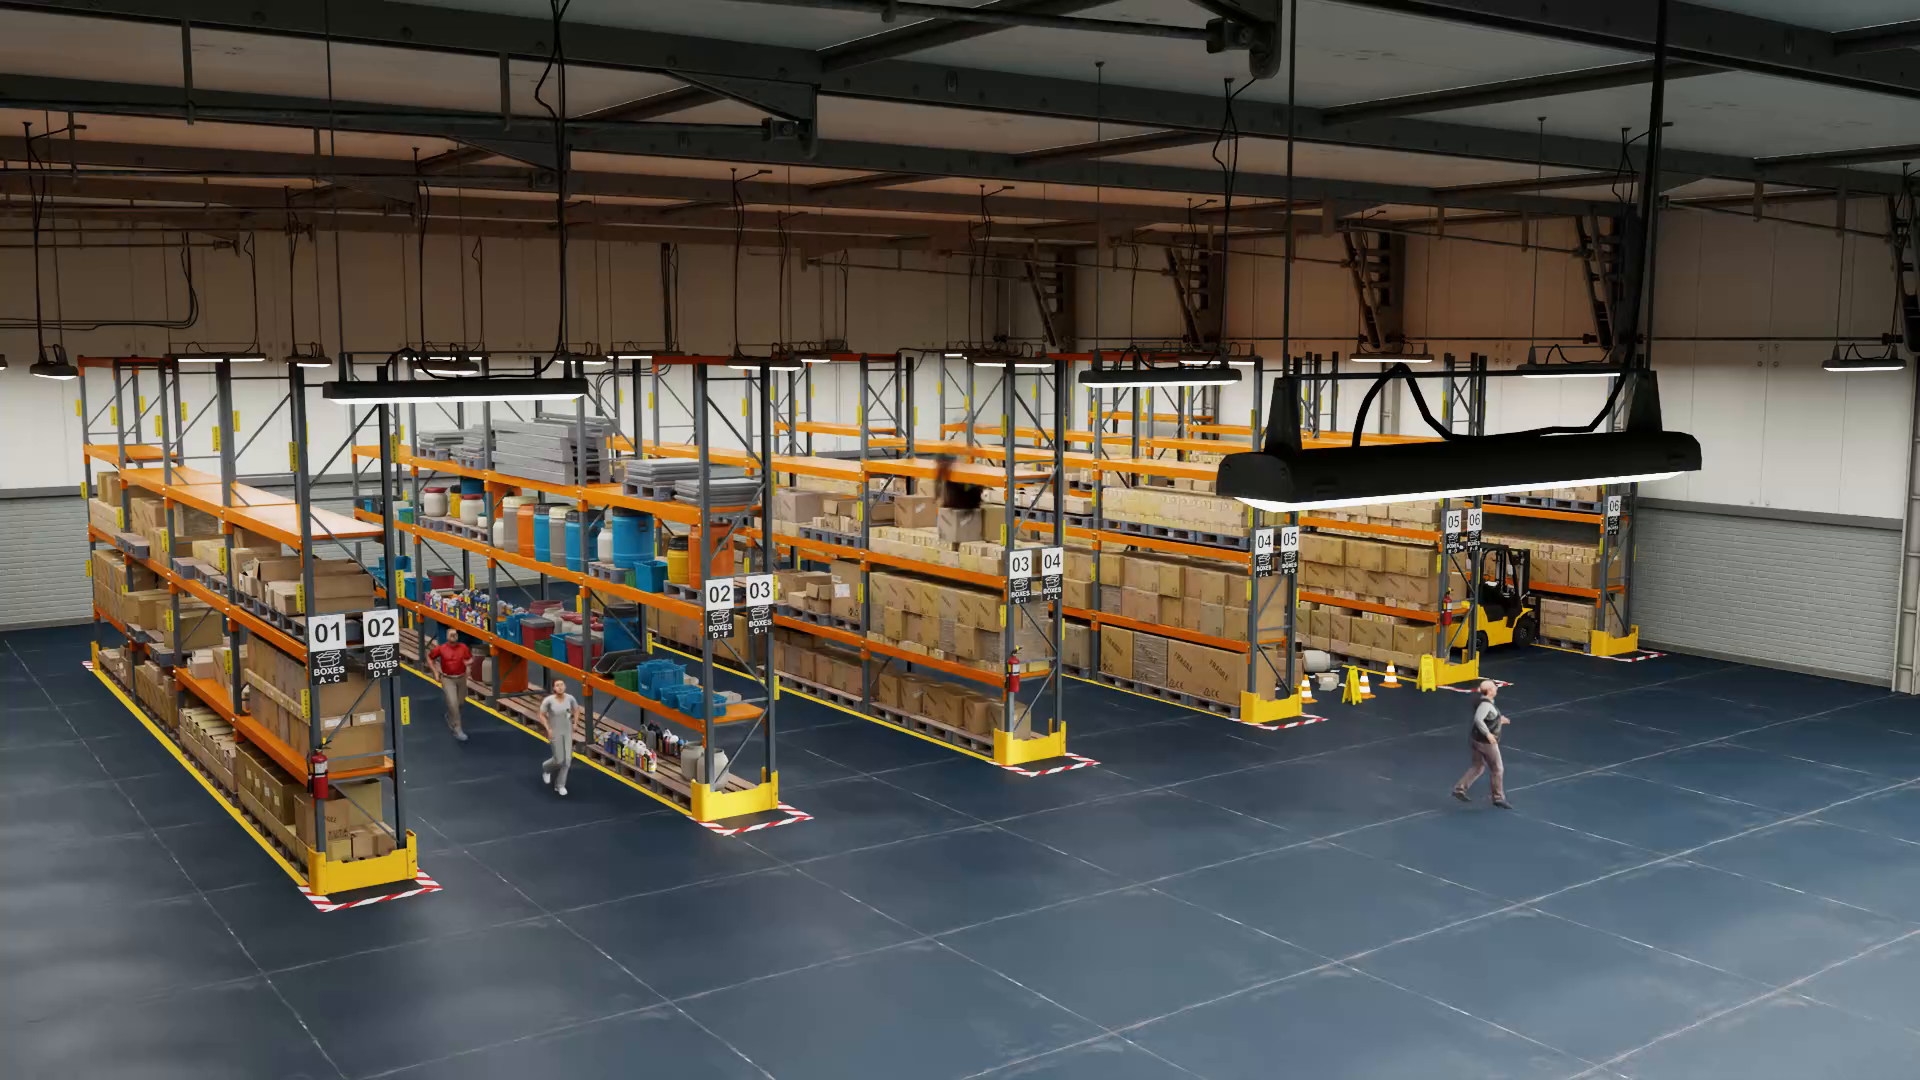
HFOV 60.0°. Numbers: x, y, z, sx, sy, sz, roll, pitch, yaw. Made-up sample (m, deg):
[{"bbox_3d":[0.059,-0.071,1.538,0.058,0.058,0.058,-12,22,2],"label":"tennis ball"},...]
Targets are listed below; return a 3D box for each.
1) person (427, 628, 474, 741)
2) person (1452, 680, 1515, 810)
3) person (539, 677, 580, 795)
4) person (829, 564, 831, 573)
[{"bbox_3d":[-8.051,2.253,26.446,0.662,1.716,0.989,-6,9,-42],"label":"person"},{"bbox_3d":[7.075,2.753,22.402,0.811,1.749,0.652,0,7,-1],"label":"person"},{"bbox_3d":[-5.585,2.717,23.256,0.560,1.639,0.605,-4,8,-32],"label":"person"},{"bbox_3d":[-2.992,0.424,41.677,0.584,1.764,0.703,6,9,40],"label":"person"}]
